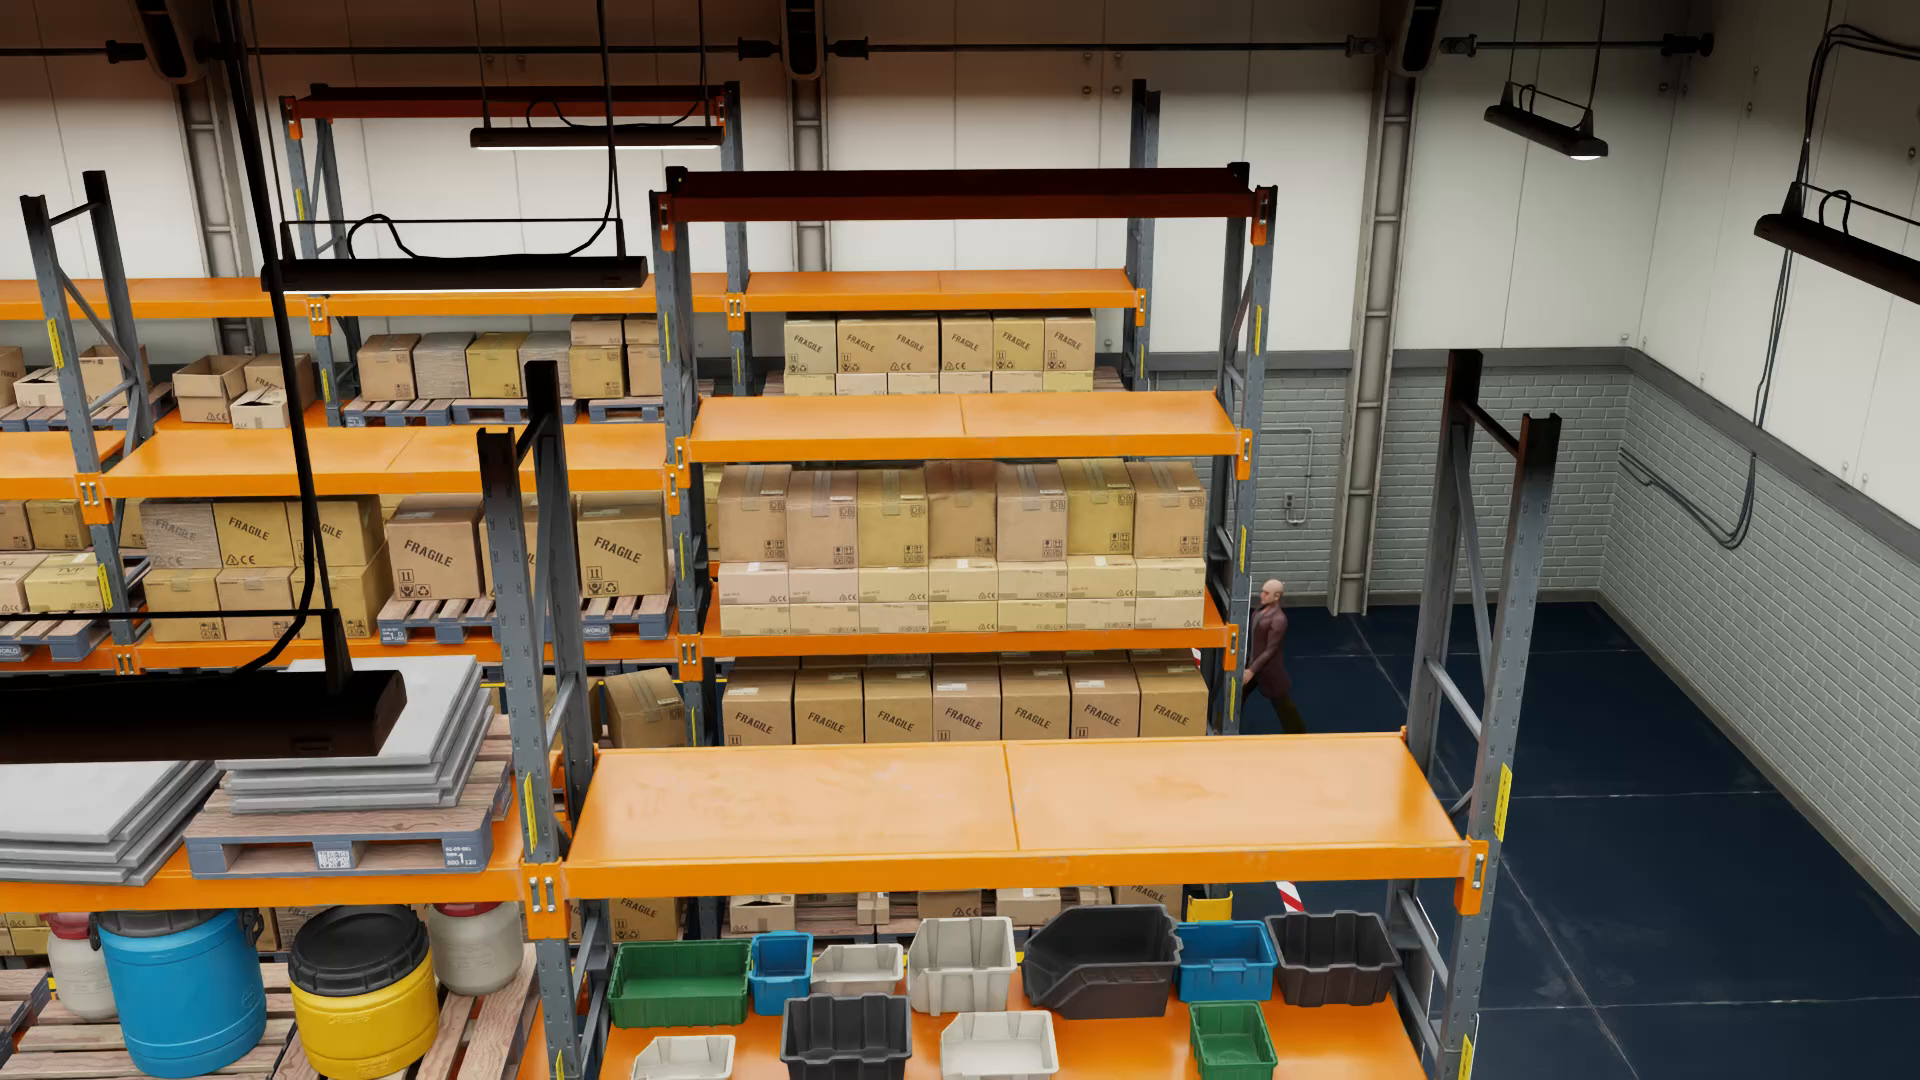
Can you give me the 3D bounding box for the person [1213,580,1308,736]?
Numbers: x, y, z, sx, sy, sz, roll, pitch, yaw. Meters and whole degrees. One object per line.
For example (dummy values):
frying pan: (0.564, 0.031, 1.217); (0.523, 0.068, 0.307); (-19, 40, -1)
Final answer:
person: (2.823, 1.179, 15.879); (1.115, 1.715, 0.645); (-3, 22, -7)
